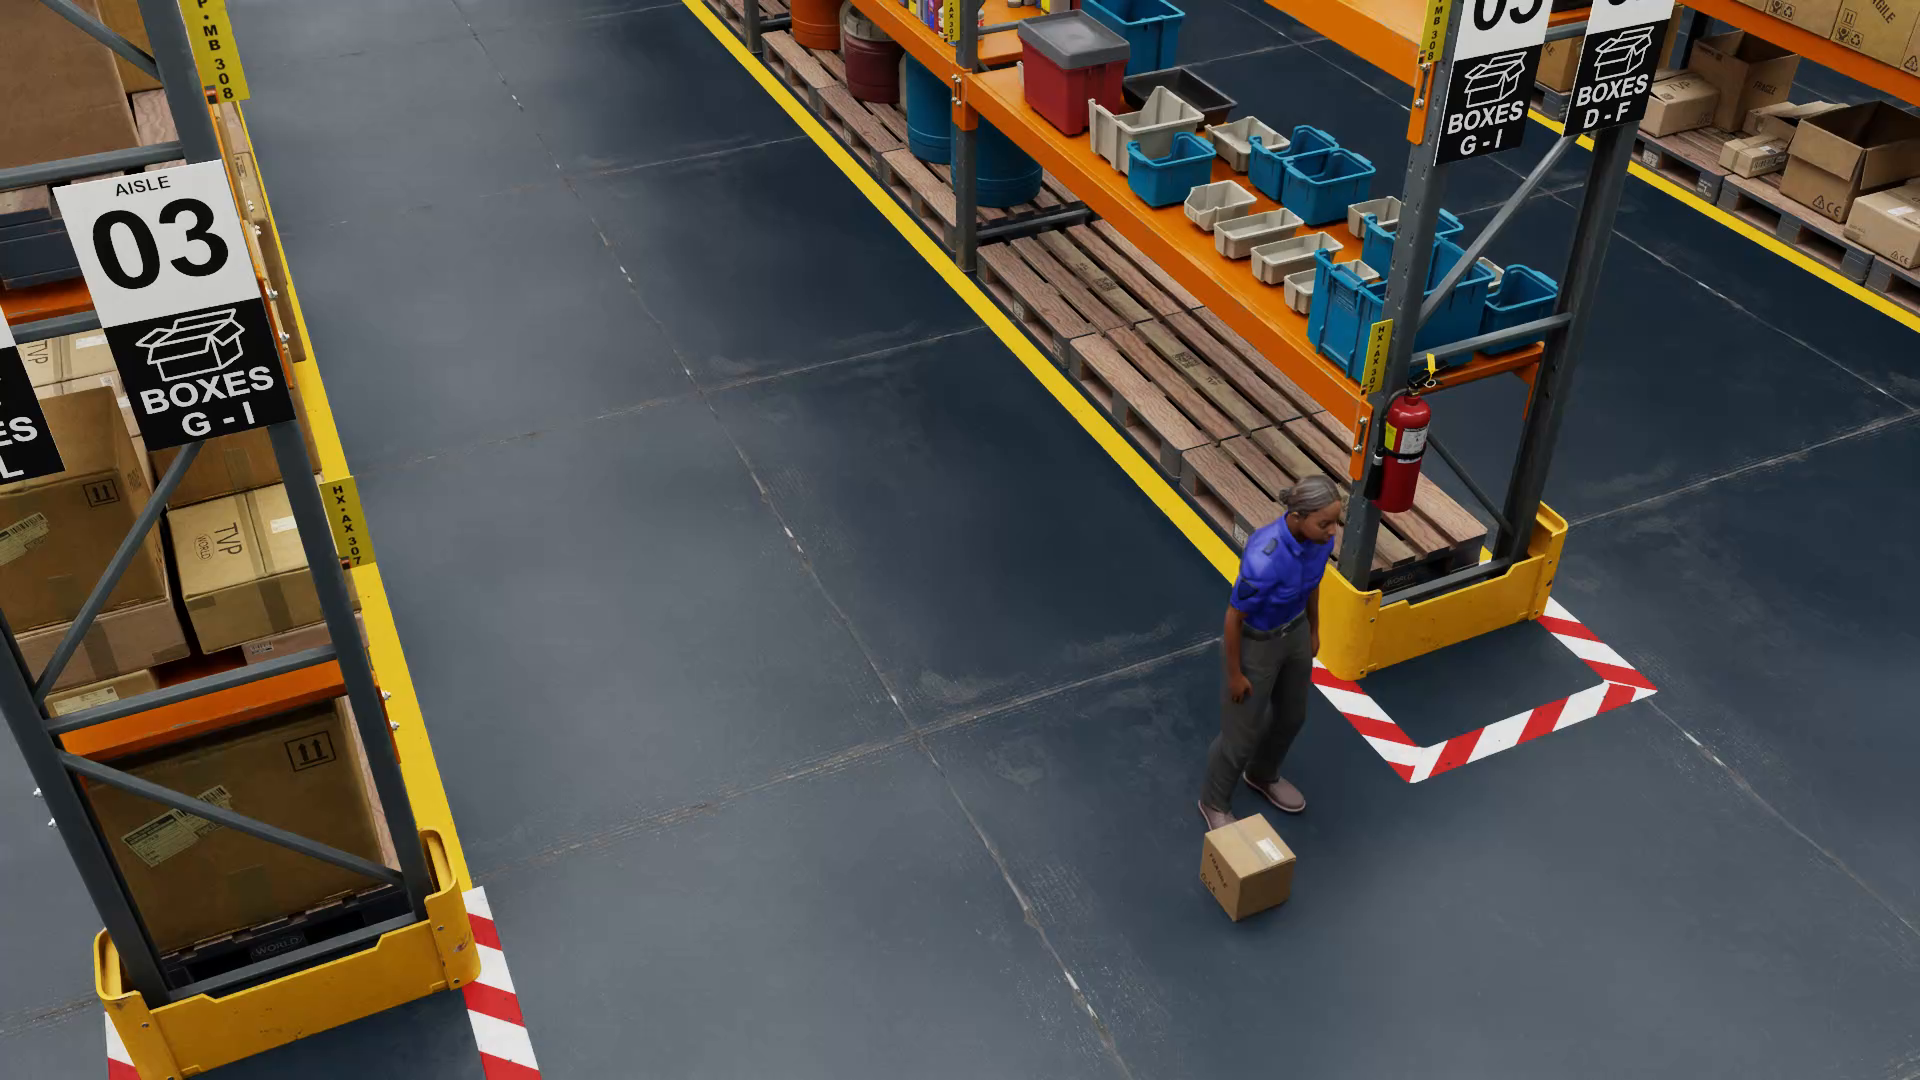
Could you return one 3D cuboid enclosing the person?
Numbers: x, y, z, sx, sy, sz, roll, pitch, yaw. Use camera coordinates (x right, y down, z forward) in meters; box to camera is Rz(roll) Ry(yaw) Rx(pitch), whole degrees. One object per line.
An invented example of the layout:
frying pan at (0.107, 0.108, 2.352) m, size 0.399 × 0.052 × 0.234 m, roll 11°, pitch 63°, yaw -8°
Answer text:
person at (1.181, 0.424, 6.306) m, size 0.519 × 1.653 × 0.348 m, roll -26°, pitch 44°, yaw -29°
